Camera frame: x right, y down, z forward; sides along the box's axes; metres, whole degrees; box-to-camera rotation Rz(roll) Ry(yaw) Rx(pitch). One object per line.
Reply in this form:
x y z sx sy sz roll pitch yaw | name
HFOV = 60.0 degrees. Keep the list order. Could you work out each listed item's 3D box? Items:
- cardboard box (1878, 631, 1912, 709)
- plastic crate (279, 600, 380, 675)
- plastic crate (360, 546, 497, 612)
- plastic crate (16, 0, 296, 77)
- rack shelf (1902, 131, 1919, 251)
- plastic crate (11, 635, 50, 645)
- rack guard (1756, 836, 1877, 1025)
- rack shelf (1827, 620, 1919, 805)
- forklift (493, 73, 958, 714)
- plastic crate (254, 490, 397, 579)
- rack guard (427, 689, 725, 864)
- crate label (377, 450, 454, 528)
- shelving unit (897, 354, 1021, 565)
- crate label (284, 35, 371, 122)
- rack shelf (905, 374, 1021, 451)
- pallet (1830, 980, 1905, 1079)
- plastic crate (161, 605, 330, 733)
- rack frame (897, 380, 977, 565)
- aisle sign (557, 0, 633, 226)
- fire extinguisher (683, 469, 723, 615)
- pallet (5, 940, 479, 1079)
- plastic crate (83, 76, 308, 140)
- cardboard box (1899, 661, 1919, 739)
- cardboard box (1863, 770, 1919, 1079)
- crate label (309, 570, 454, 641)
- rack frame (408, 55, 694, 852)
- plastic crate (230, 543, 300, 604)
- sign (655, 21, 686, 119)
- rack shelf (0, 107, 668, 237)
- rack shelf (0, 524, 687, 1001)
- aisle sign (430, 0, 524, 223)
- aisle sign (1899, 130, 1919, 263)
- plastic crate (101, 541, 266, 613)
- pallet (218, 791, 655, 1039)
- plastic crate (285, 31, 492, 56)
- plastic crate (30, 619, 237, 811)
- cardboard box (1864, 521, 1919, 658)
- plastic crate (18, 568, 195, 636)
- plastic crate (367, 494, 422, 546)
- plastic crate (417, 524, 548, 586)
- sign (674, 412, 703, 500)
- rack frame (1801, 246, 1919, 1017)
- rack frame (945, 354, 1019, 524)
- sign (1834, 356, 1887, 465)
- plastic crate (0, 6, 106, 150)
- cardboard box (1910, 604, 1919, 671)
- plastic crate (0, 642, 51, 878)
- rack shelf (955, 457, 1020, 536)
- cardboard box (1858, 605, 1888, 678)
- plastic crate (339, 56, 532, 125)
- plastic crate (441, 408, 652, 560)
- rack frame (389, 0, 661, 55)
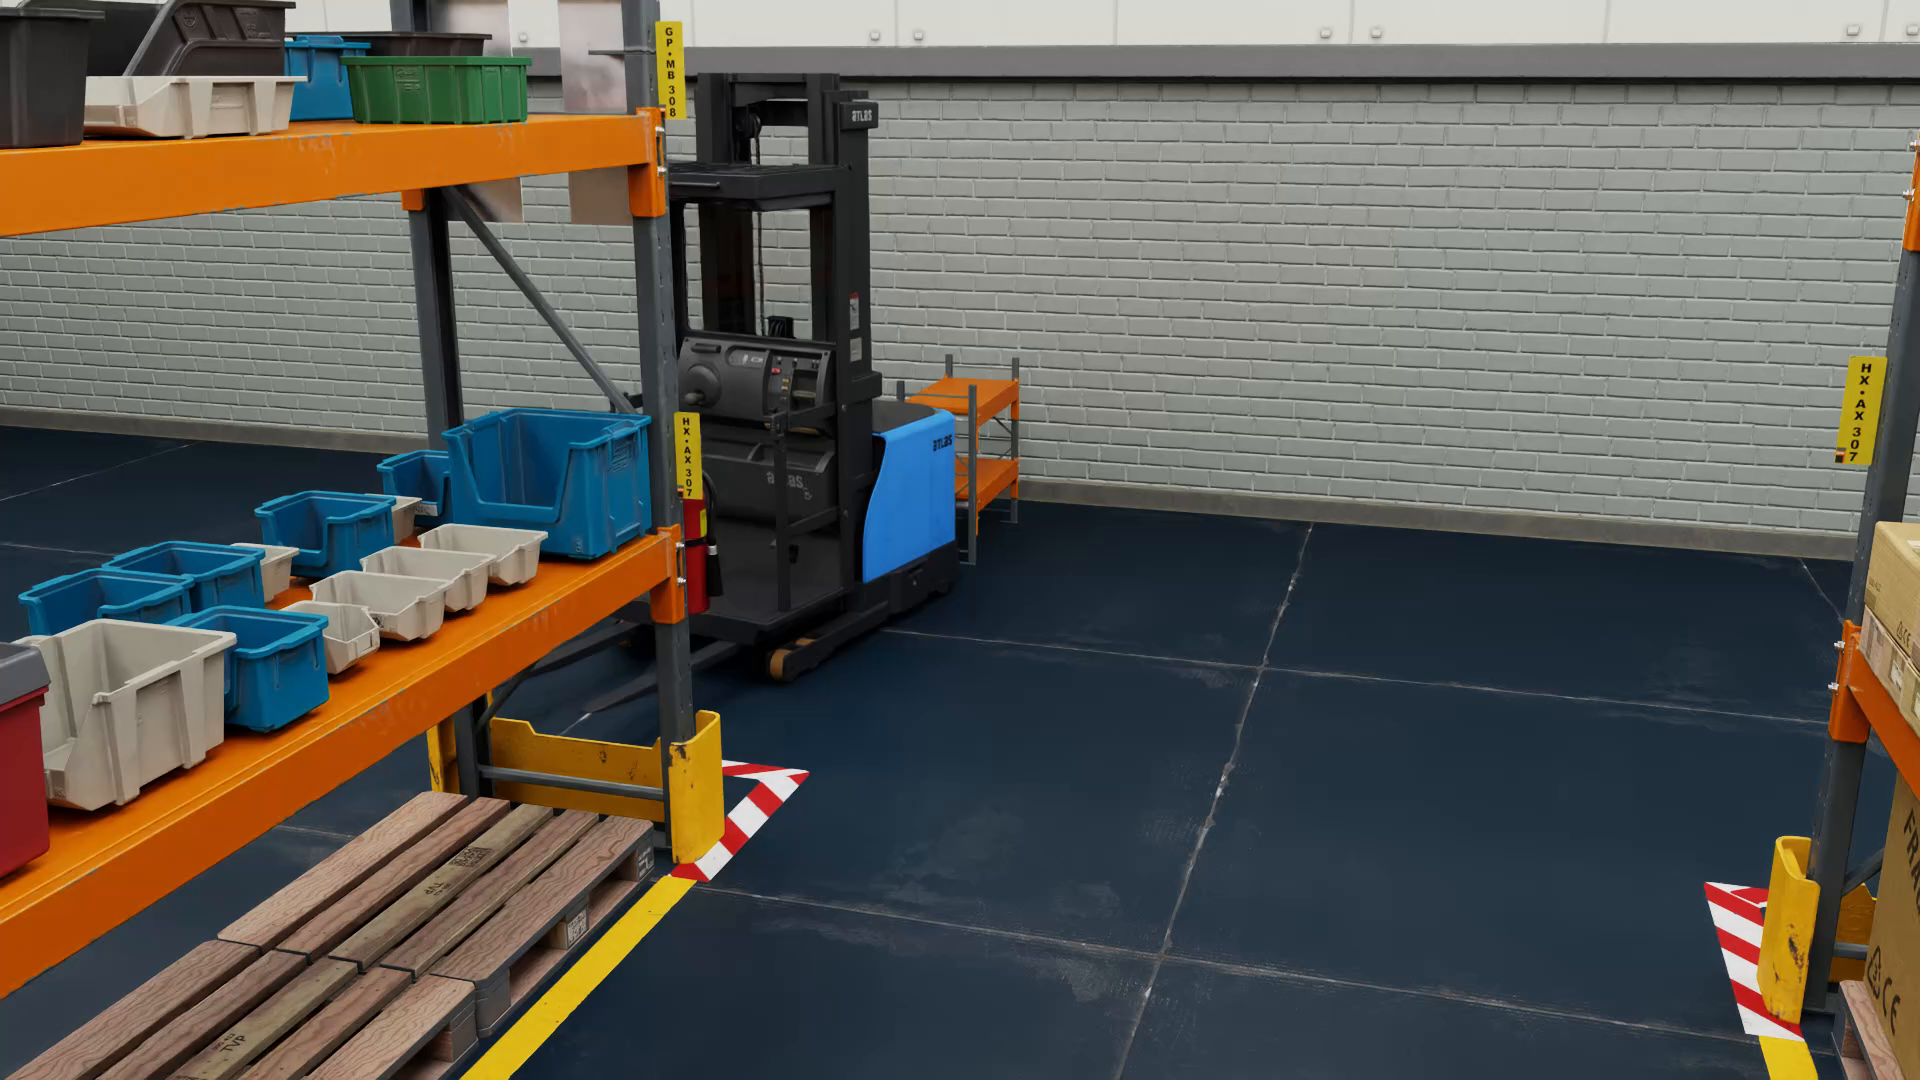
2.727 0.369 4.491 0.380 0.149 0.250 4 16 15 | cardboard box
-1.809 0.284 4.706 0.298 0.136 0.250 5 16 16 | plastic crate
-1.687 0.130 5.248 0.396 0.136 0.243 5 16 16 | plastic crate
-2.230 -1.305 4.550 0.504 0.338 0.767 5 16 16 | plastic crate
2.648 -0.460 2.775 1.077 0.370 4.000 5 16 16 | rack shelf
-2.463 0.395 4.312 0.293 0.136 0.466 5 16 16 | plastic crate
3.223 1.310 5.294 1.175 0.500 0.348 5 16 16 | rack guard
2.648 0.983 3.184 1.077 0.370 4.000 5 16 16 | rack shelf
-1.173 -0.840 8.418 1.130 2.935 3.031 9 18 28 | forklift
-2.105 -0.007 5.555 0.416 0.233 0.300 5 16 16 | plastic crate
-1.538 0.925 6.652 1.175 0.500 0.348 5 16 16 | rack guard
-1.918 -0.179 6.162 0.416 0.233 0.303 5 16 16 | crate label
0.002 -0.543 10.682 0.538 1.125 1.048 5 16 16 | shelving unit
-2.105 -1.425 5.133 0.408 0.251 0.502 5 16 16 | crate label
0.002 -0.825 10.602 0.538 0.278 1.000 5 16 16 | rack shelf
3.064 1.671 4.552 1.003 0.211 1.213 5 16 16 | pallet
-1.870 0.339 4.335 0.416 0.233 0.300 5 16 16 | plastic crate
-0.143 -0.410 10.213 0.500 1.125 0.032 5 16 16 | rack frame
-1.231 -1.517 5.917 0.394 0.787 0.004 5 16 16 | aisle sign
-1.054 -0.058 6.361 0.296 0.674 0.183 5 16 16 | fire extinguisher
-2.153 1.602 4.794 1.003 0.211 1.213 5 16 16 | pallet
-1.882 -1.027 3.938 0.437 0.136 0.530 5 16 16 | plastic crate
2.655 0.436 4.255 0.380 0.149 0.250 4 16 15 | cardboard box
3.111 1.108 4.551 0.875 0.875 0.875 5 16 16 | cardboard box
-1.743 0.205 4.984 0.396 0.136 0.243 5 16 16 | crate label
-1.532 -0.270 6.285 1.000 3.000 0.127 5 16 16 | rack frame
-2.282 0.122 5.276 0.250 0.136 0.298 5 16 16 | plastic crate
-1.000 -1.624 5.754 0.100 0.325 0.005 5 16 16 | sign
-2.101 -0.844 4.129 1.077 0.370 4.000 5 16 16 | rack shelf
-2.101 0.599 4.538 1.077 0.370 4.000 5 16 16 | rack shelf
-1.797 -1.563 6.078 0.394 0.787 0.004 5 16 16 | aisle sign
2.949 -1.179 4.724 0.394 0.787 0.004 5 16 16 | aisle sign
-2.292 0.165 4.947 0.416 0.233 0.300 5 16 16 | plastic crate
-1.804 1.284 5.915 1.003 0.211 1.213 5 16 16 | pallet
-1.909 -1.571 5.615 0.497 0.269 0.590 5 16 16 | plastic crate
-2.059 0.419 3.961 0.437 0.282 0.530 5 16 16 | plastic crate
2.821 0.148 4.542 0.500 0.250 0.500 4 16 14 | cardboard box
-2.378 0.244 4.671 0.416 0.233 0.300 5 16 16 | plastic crate
-2.089 -0.056 5.902 0.250 0.136 0.298 5 16 16 | plastic crate
-1.591 0.055 5.511 0.396 0.136 0.243 5 16 16 | plastic crate
-1.000 -0.310 6.127 0.100 0.325 0.005 5 16 16 | sign
3.216 0.114 4.931 1.000 3.000 0.127 5 16 16 | rack frame
0.146 -0.676 11.151 0.500 1.125 0.032 5 16 16 | rack frame
2.686 -0.385 4.959 0.100 0.325 0.005 5 16 16 | sign
-2.053 -0.908 3.275 0.497 0.269 0.590 5 16 16 | plastic crate
2.680 0.284 4.060 0.500 0.250 0.500 4 16 15 | cardboard box
-2.175 0.503 3.333 0.402 0.464 0.583 5 16 16 | plastic crate
0.002 -0.308 10.749 0.538 0.278 1.000 5 16 16 | rack shelf
2.799 0.302 4.728 0.380 0.149 0.250 5 17 17 | cardboard box
-1.539 -1.331 4.917 0.450 0.188 0.336 5 16 16 | plastic crate
-1.449 -0.214 5.912 0.616 0.435 0.499 5 16 16 | plastic crate
-1.532 -3.156 5.466 1.000 3.000 0.127 5 16 16 | rack frame
